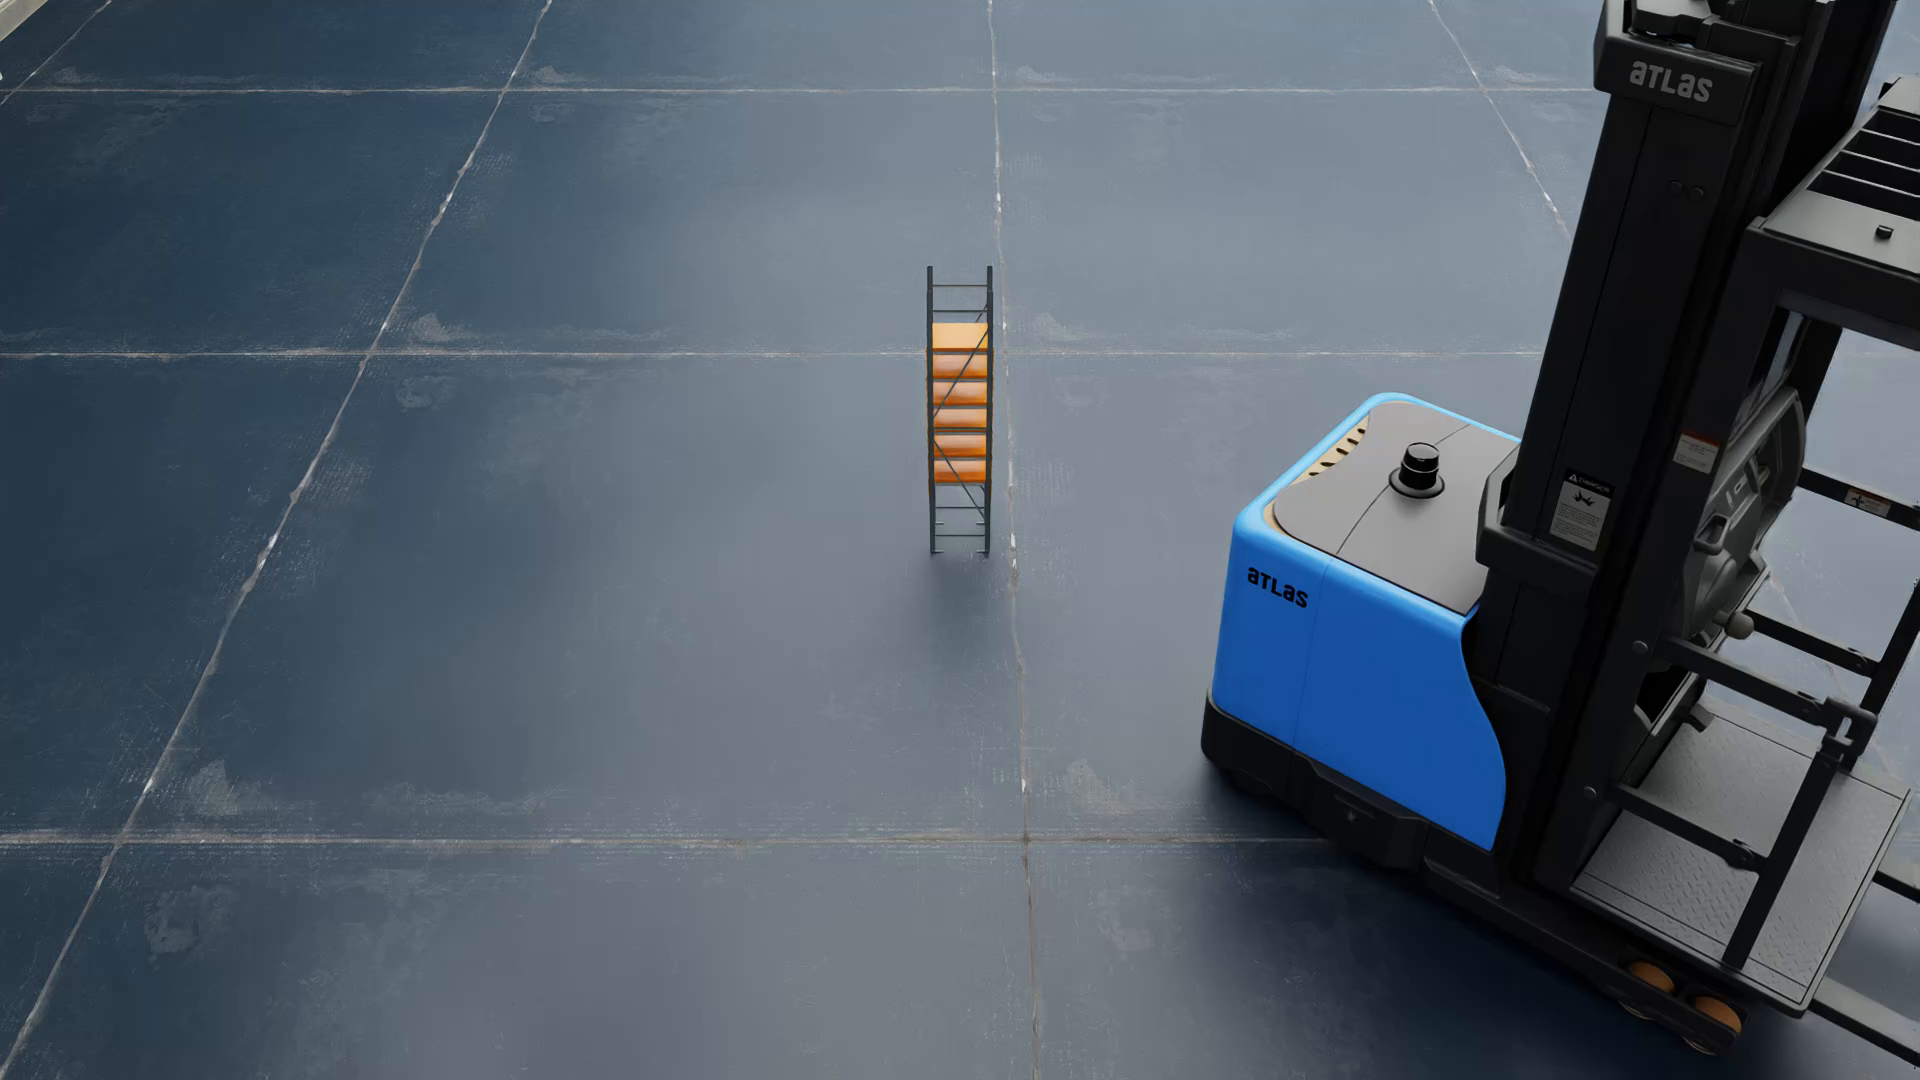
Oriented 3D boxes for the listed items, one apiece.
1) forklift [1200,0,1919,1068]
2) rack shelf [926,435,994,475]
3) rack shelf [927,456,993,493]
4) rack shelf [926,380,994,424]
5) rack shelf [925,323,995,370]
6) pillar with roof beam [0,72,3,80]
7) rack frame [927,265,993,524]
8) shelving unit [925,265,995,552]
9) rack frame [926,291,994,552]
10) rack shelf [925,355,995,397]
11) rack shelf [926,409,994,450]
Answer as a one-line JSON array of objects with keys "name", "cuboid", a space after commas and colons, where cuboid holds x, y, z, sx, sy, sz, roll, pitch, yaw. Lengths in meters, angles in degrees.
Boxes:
[{"name": "forklift", "cuboid": [2.290, -0.017, 4.427, 3.031, 2.935, 1.130, 27, 46, 30]}, {"name": "rack shelf", "cuboid": [0.000, -0.349, 6.489, 0.258, 0.103, 0.180, 0, 39, 0]}, {"name": "rack shelf", "cuboid": [0.000, -0.255, 6.564, 0.258, 0.103, 0.180, 0, 39, 0]}, {"name": "rack shelf", "cuboid": [0.000, -0.536, 6.339, 0.258, 0.103, 0.180, 0, 39, 0]}, {"name": "rack shelf", "cuboid": [0.000, -0.724, 6.189, 0.258, 0.103, 0.180, 0, 39, 0]}, {"name": "pillar with roof beam", "cuboid": [-1.798, -6.266, 7.374, 9.100, 9.000, 0.400, 0, 39, 0]}, {"name": "rack frame", "cuboid": [0.000, -0.534, 6.457, 0.240, 1.200, 0.006, 0, 39, 0]}, {"name": "shelving unit", "cuboid": [0.000, -0.477, 6.386, 0.258, 1.200, 0.189, 0, 39, 0]}, {"name": "rack frame", "cuboid": [0.000, -0.420, 6.315, 0.240, 1.200, 0.006, 0, 39, 0]}, {"name": "rack shelf", "cuboid": [0.000, -0.630, 6.264, 0.258, 0.103, 0.180, 0, 39, 0]}, {"name": "rack shelf", "cuboid": [0.000, -0.443, 6.414, 0.258, 0.103, 0.180, 0, 39, 0]}]
